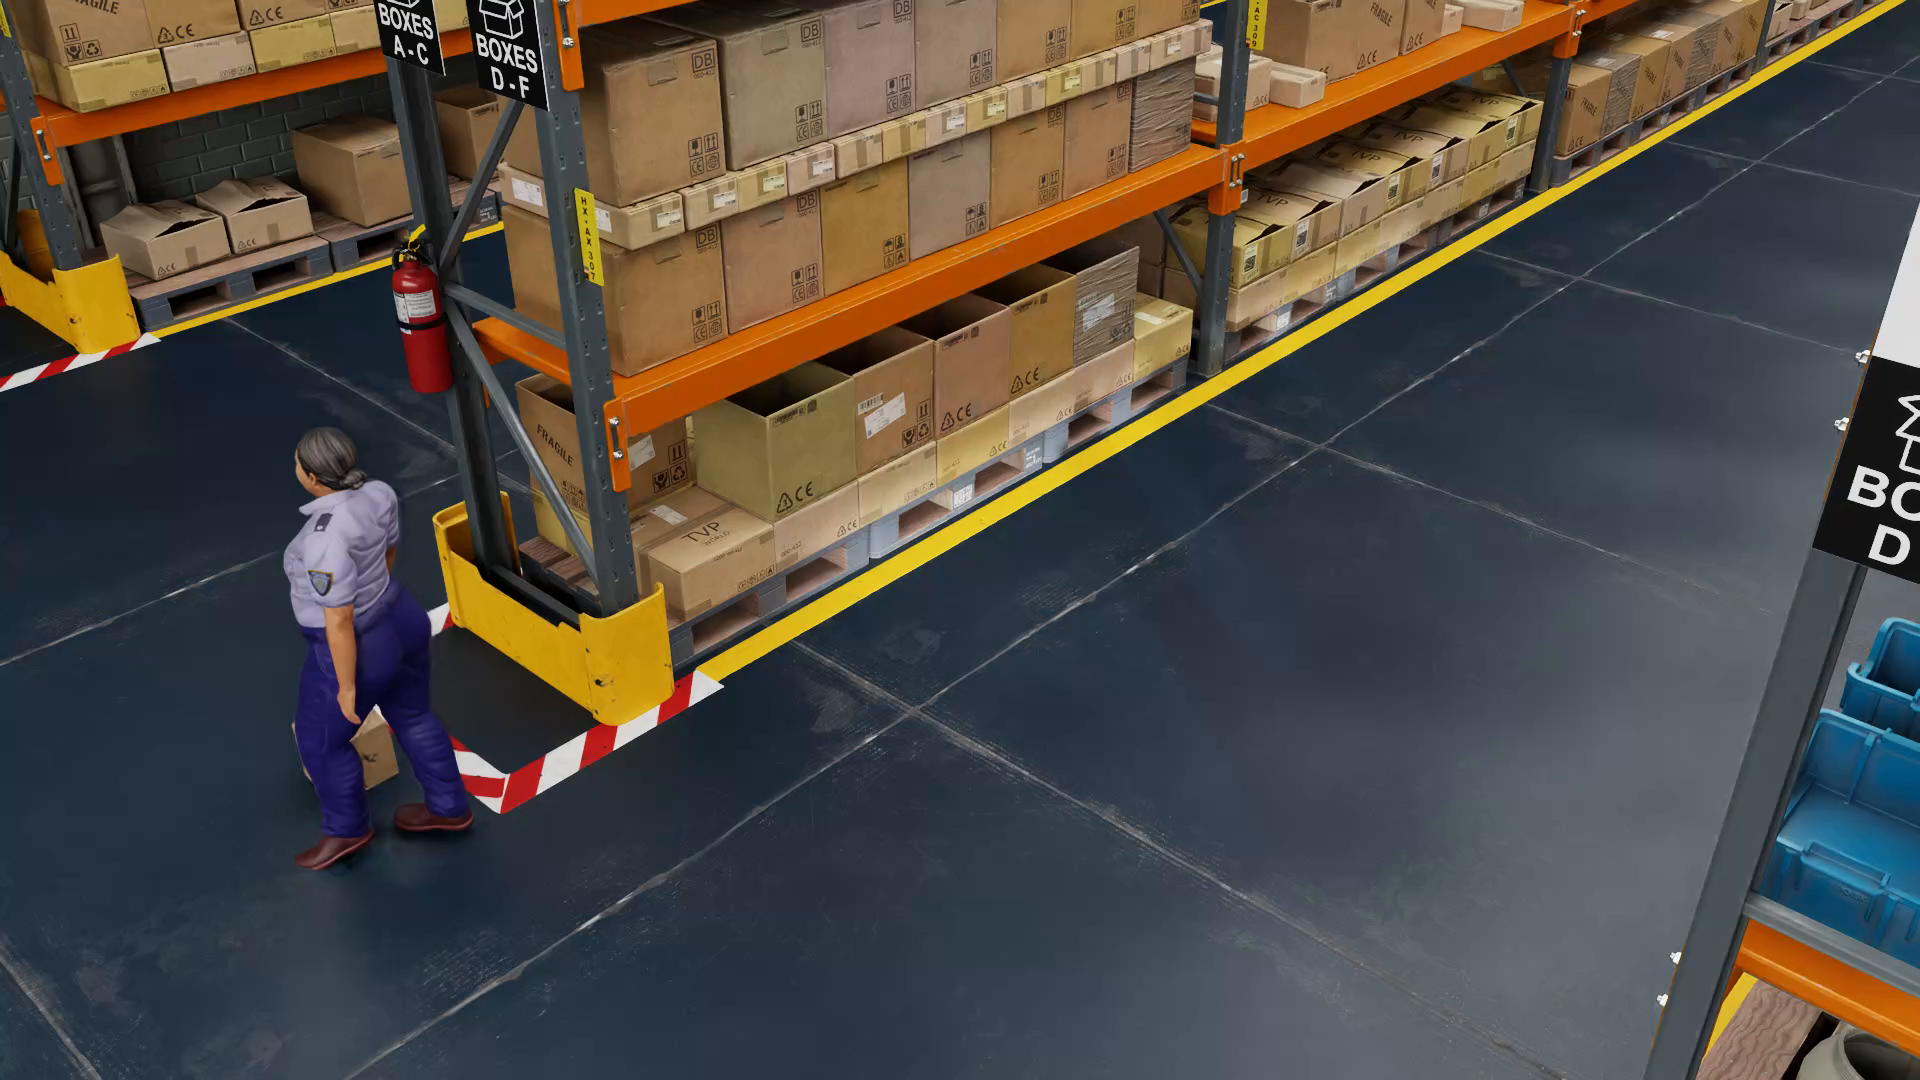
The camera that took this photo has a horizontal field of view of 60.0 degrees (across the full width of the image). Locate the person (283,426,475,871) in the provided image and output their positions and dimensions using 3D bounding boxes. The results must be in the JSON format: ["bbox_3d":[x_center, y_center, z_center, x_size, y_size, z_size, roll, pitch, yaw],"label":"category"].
[{"bbox_3d":[-2.033,0.361,5.578,0.554,1.687,0.523,8,32,12],"label":"person"}]
